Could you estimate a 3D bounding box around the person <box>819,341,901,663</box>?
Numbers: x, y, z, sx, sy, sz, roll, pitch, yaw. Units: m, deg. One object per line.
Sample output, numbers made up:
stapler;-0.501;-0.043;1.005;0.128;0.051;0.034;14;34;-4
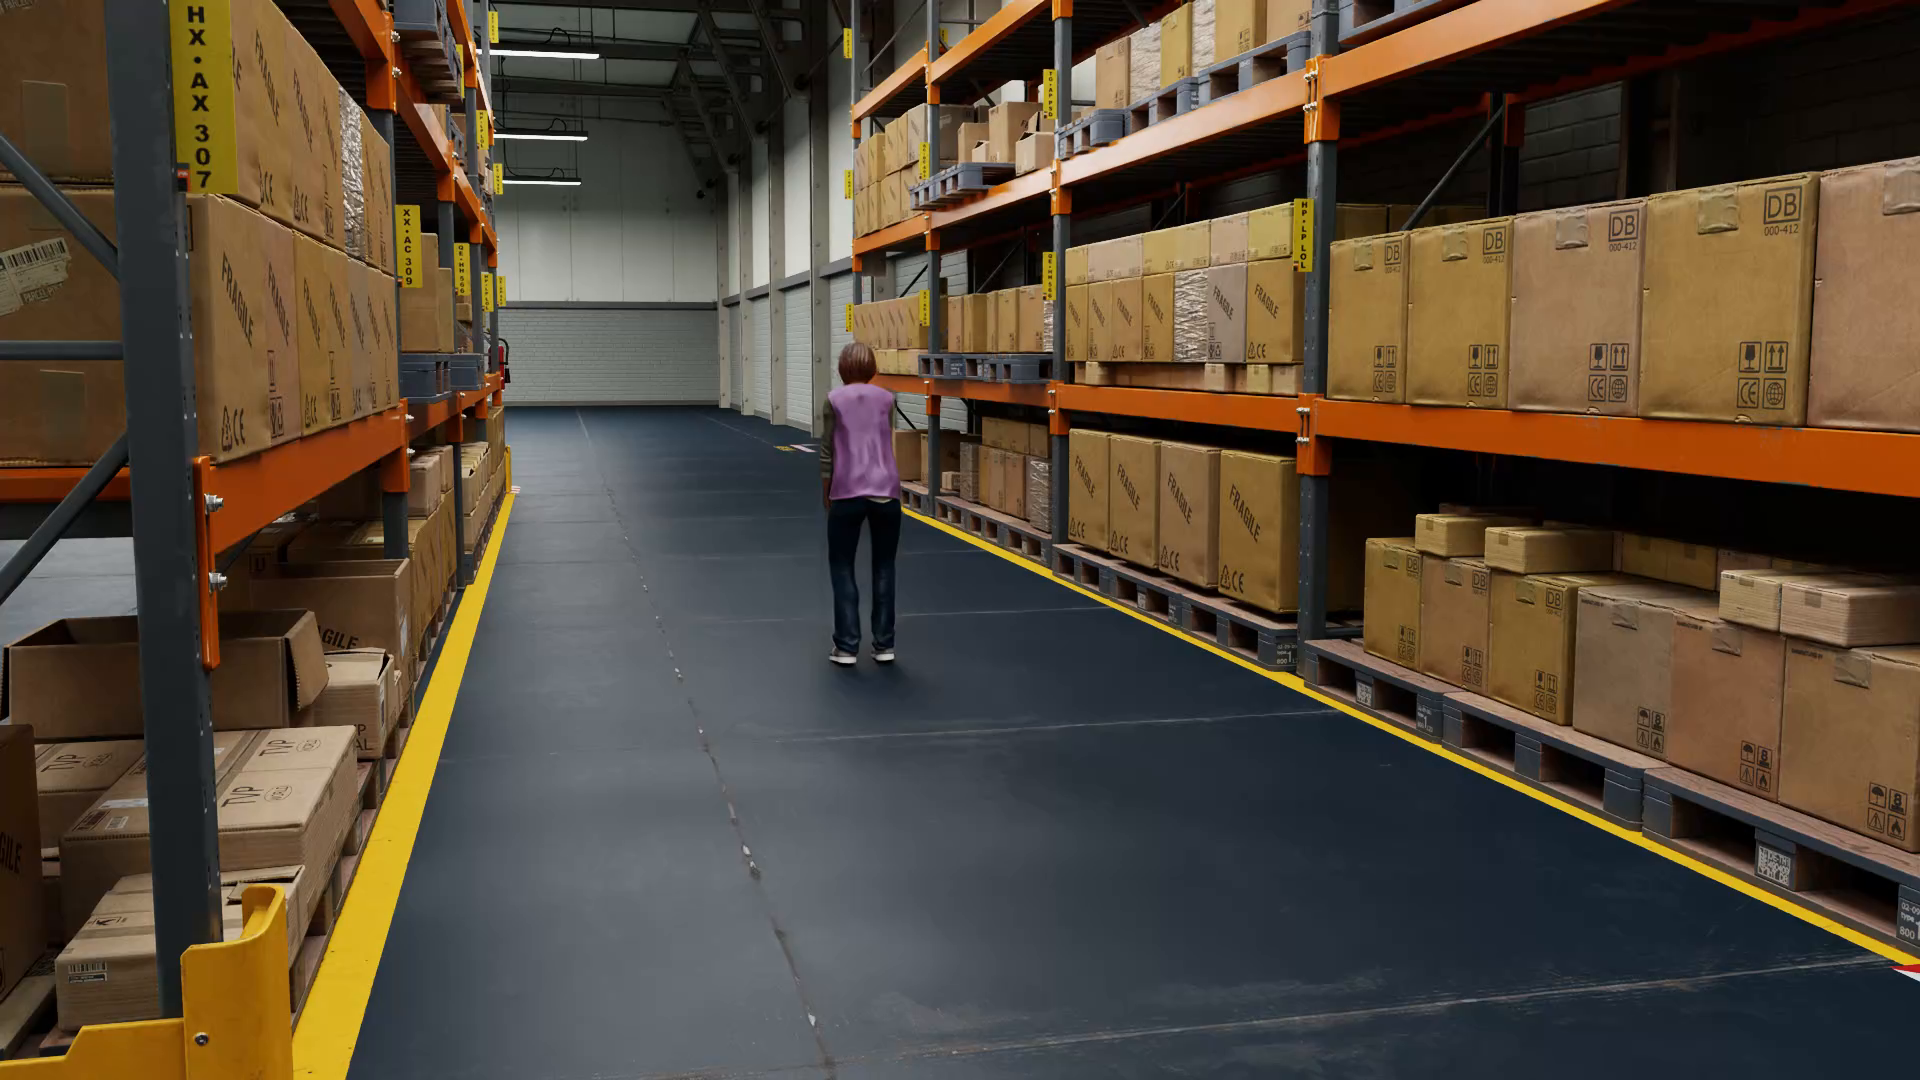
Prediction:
person;-0.491;-0.180;8.170;0.372;1.565;0.525;-2;7;-15
